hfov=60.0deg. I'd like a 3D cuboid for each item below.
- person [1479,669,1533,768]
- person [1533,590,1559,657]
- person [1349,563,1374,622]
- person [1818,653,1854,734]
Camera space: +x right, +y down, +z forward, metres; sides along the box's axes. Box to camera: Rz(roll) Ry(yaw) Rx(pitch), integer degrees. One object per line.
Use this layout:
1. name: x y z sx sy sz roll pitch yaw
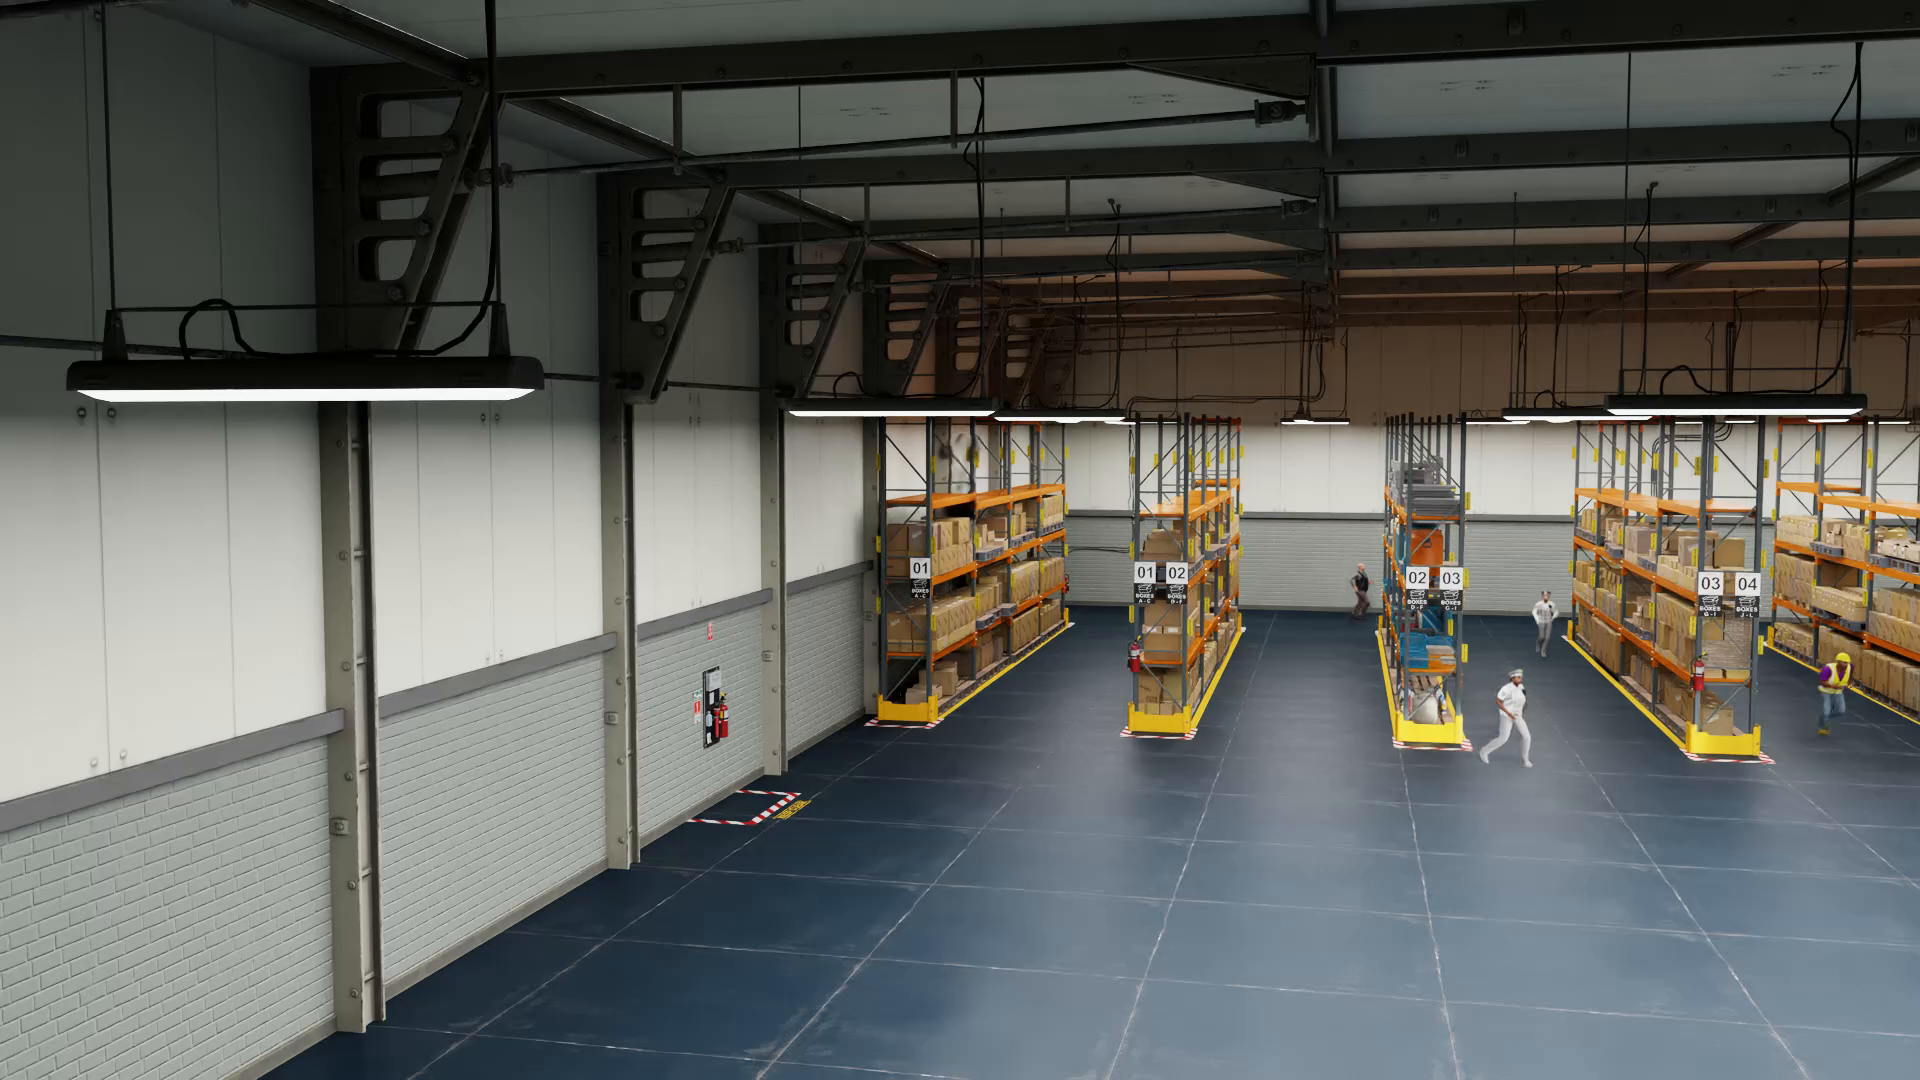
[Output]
1. person: 9.285 3.013 28.128 0.822 1.693 0.707 -2 5 -31
2. person: 14.650 2.088 41.592 0.604 1.664 0.566 1 4 15
3. person: 11.858 1.552 49.093 0.727 1.751 0.627 2 5 33
4. person: 16.219 2.844 30.759 0.736 1.588 0.863 0 4 -3
